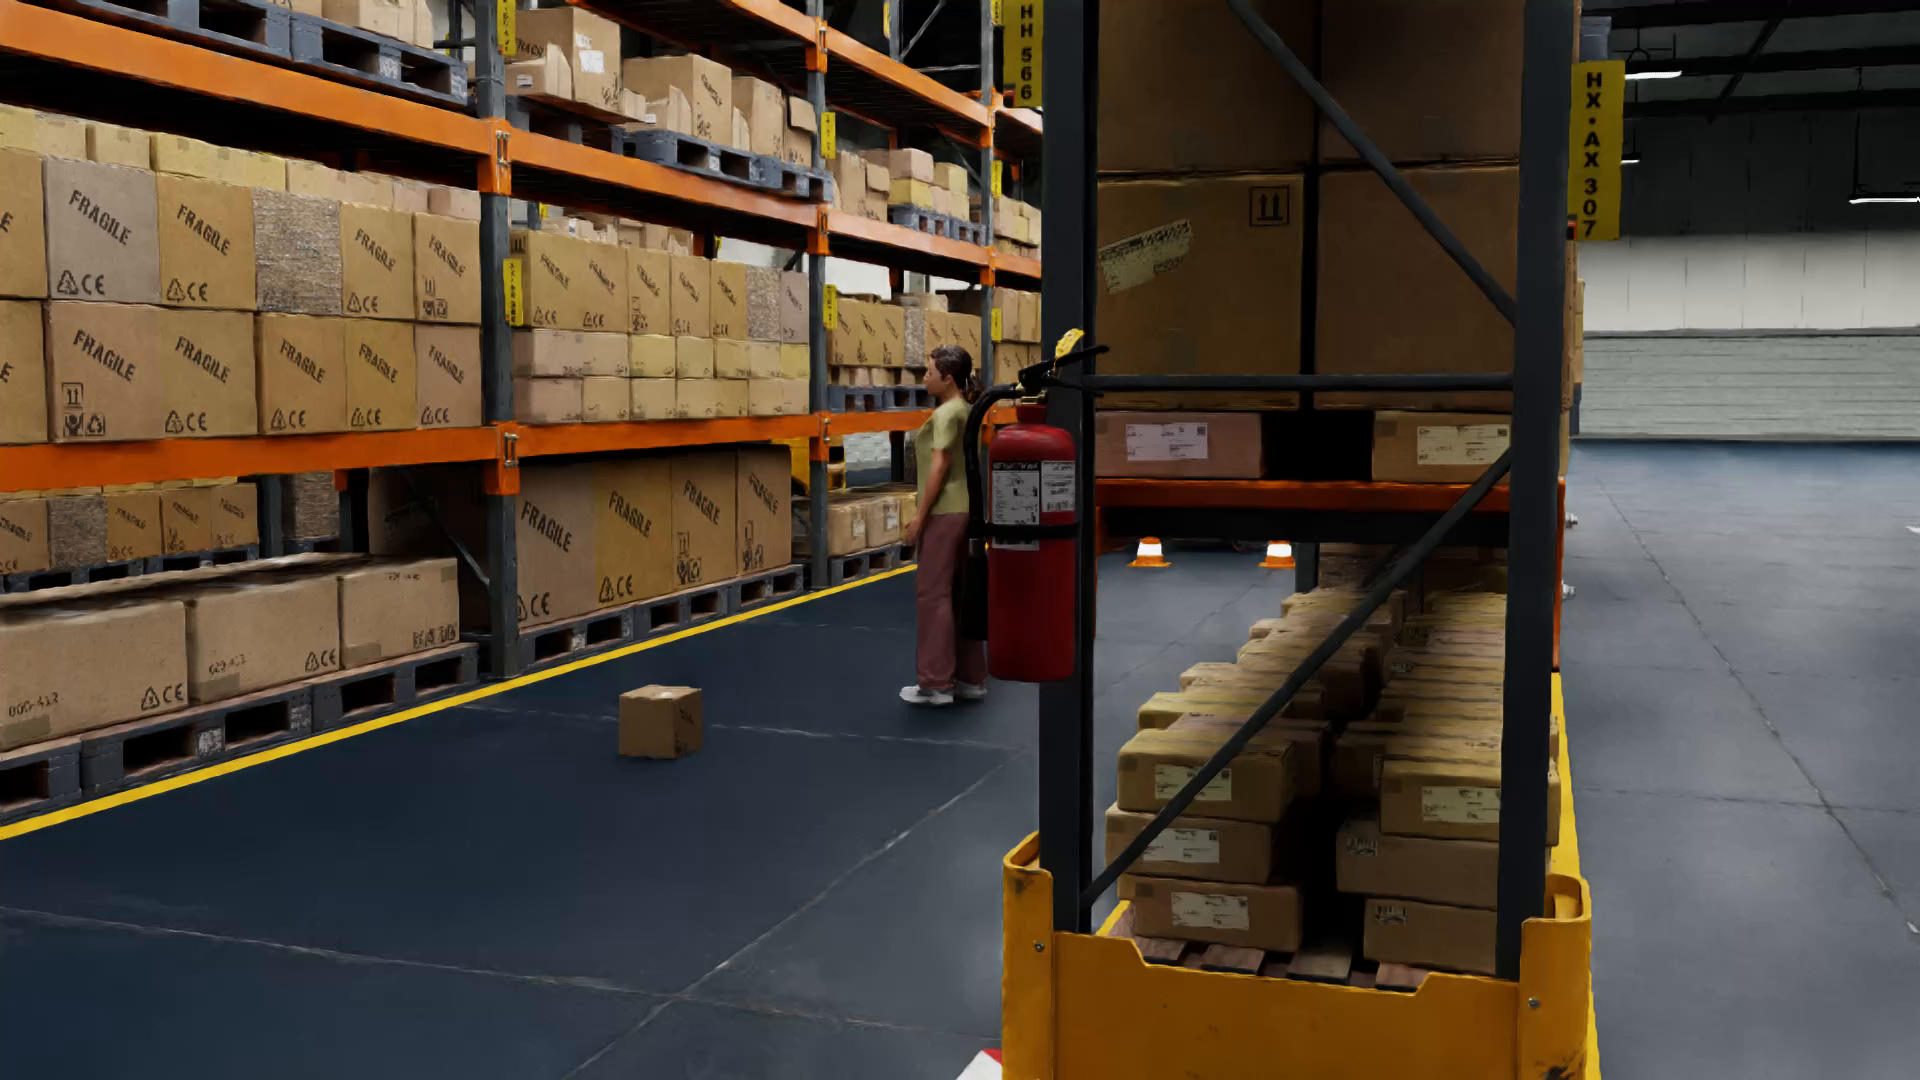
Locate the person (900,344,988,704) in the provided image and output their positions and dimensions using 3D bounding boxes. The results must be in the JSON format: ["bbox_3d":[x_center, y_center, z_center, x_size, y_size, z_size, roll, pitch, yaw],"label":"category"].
[{"bbox_3d":[-0.073,-0.077,7.813,0.385,1.679,0.481,2,6,21],"label":"person"}]
